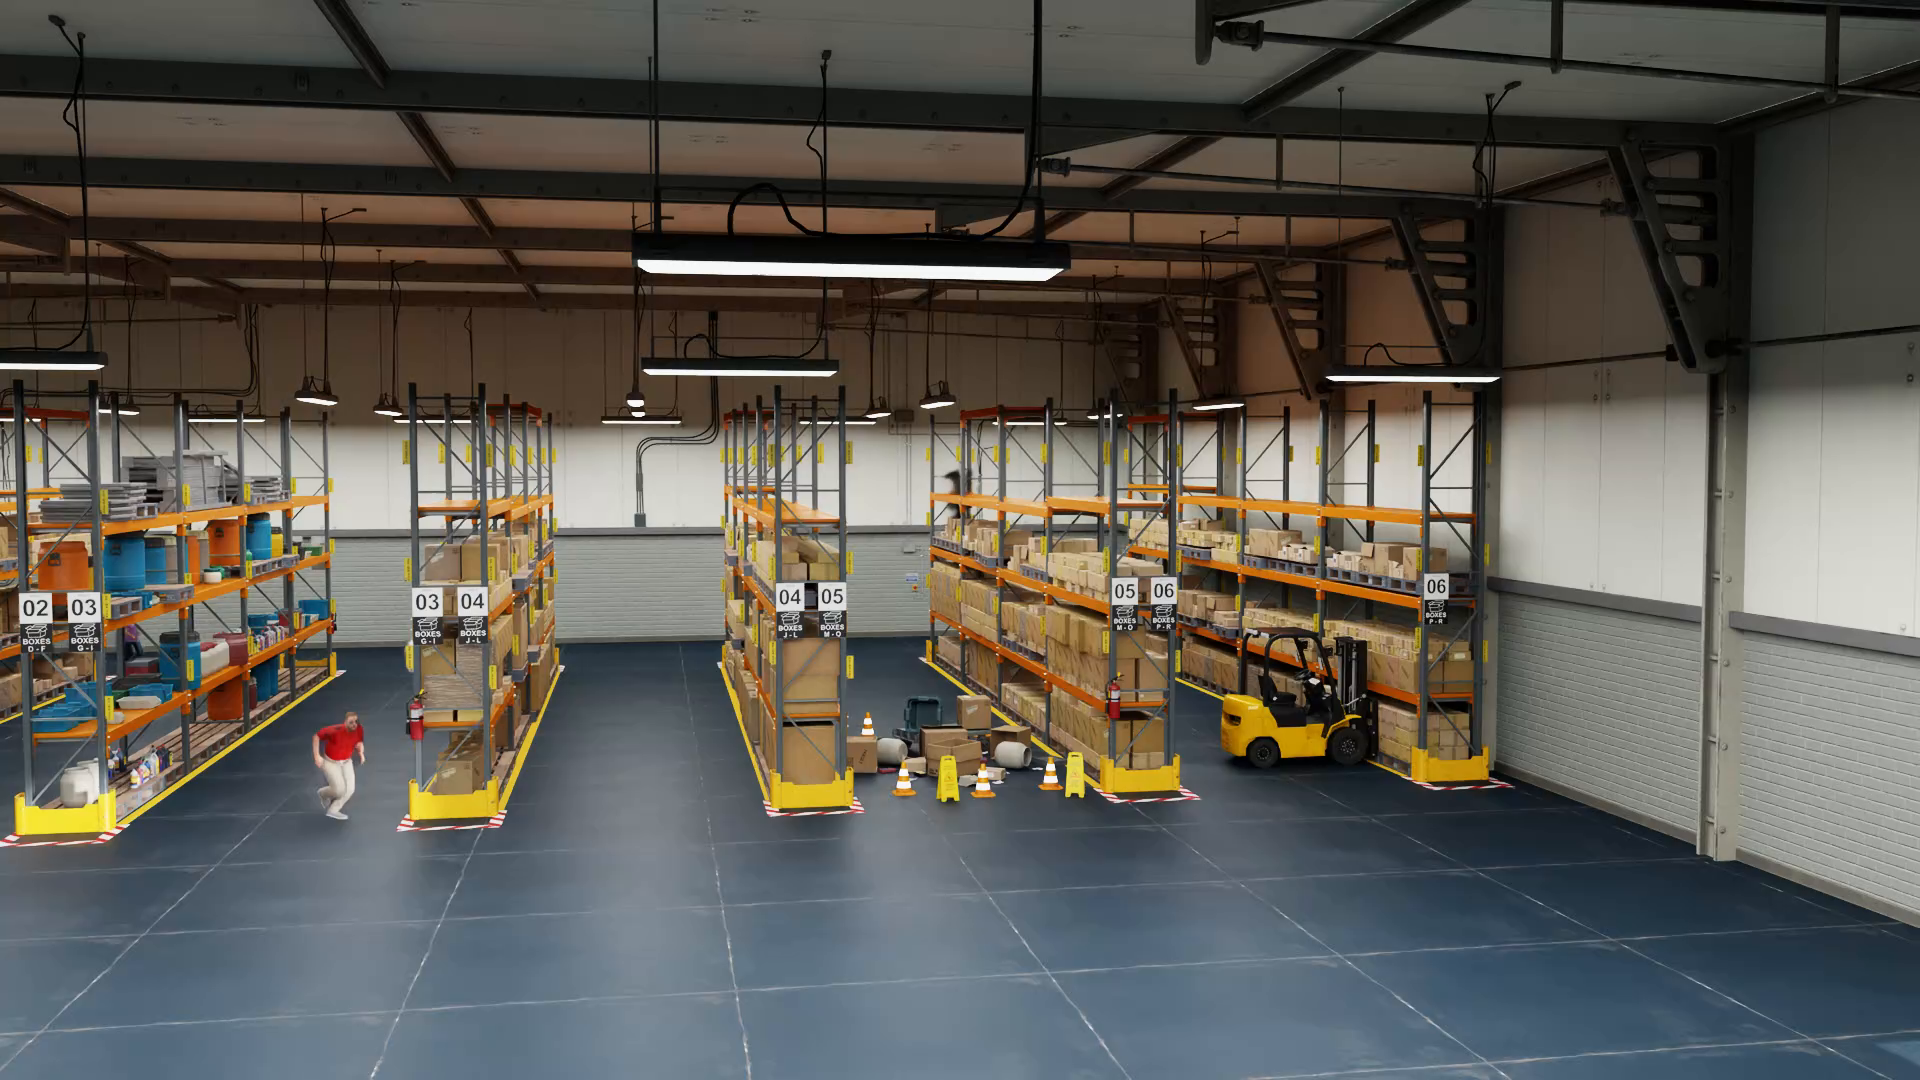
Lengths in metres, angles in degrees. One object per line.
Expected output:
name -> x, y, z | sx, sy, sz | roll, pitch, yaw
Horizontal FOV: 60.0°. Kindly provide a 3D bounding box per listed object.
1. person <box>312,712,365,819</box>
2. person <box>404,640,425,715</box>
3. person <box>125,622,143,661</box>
person -> -8.530, 3.090, 22.770 | 0.854, 1.535, 0.687 | 2, 4, 37
person -> -10.174, 2.508, 31.472 | 0.677, 1.757, 0.874 | -1, 3, -16
person -> -18.959, 2.319, 37.920 | 0.785, 1.606, 0.605 | 1, 3, 19
